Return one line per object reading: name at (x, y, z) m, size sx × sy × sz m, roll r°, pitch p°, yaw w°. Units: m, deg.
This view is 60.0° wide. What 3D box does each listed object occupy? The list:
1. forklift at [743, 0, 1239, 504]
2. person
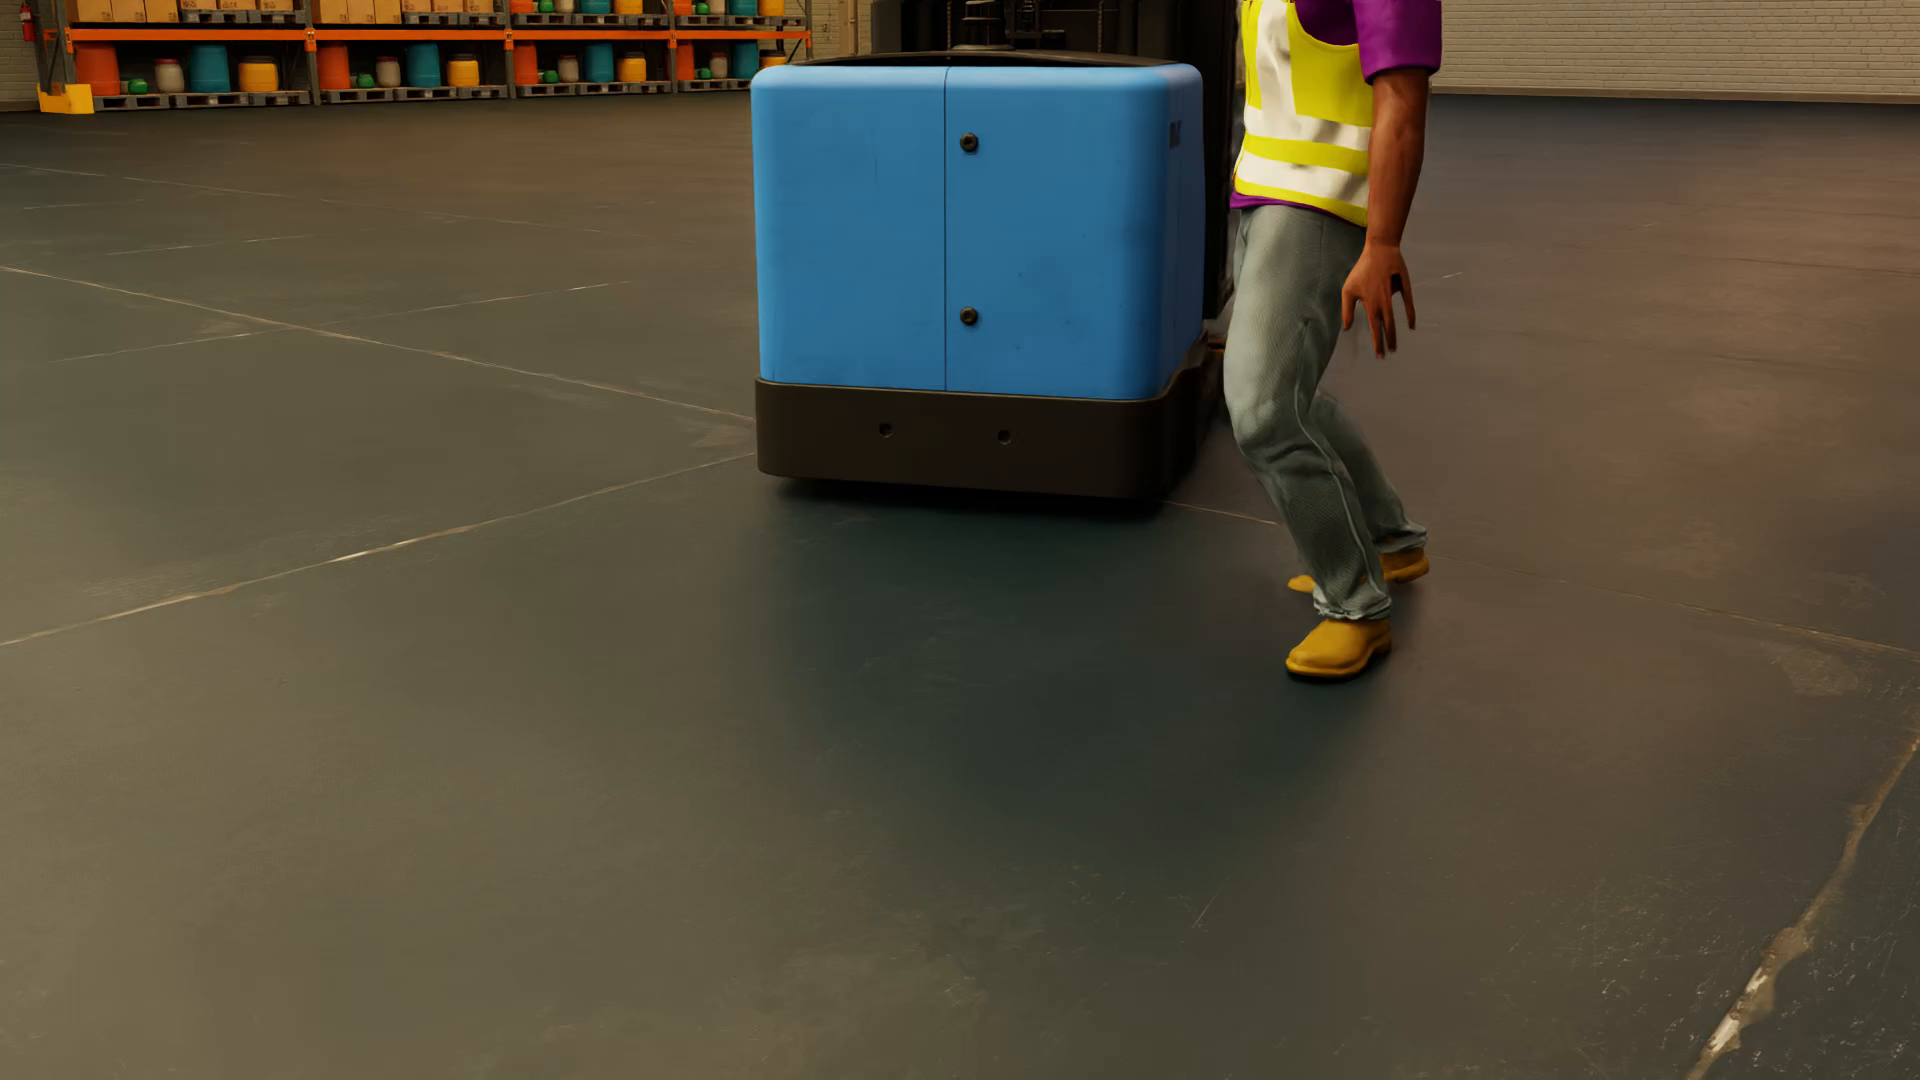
forklift at (0.316, -1.876, 5.077) m, size 1.130 × 2.935 × 3.031 m, roll 4°, pitch 17°, yaw 13°
person at (0.763, -0.655, 3.244) m, size 0.488 × 1.740 × 0.905 m, roll 2°, pitch 17°, yaw 7°
